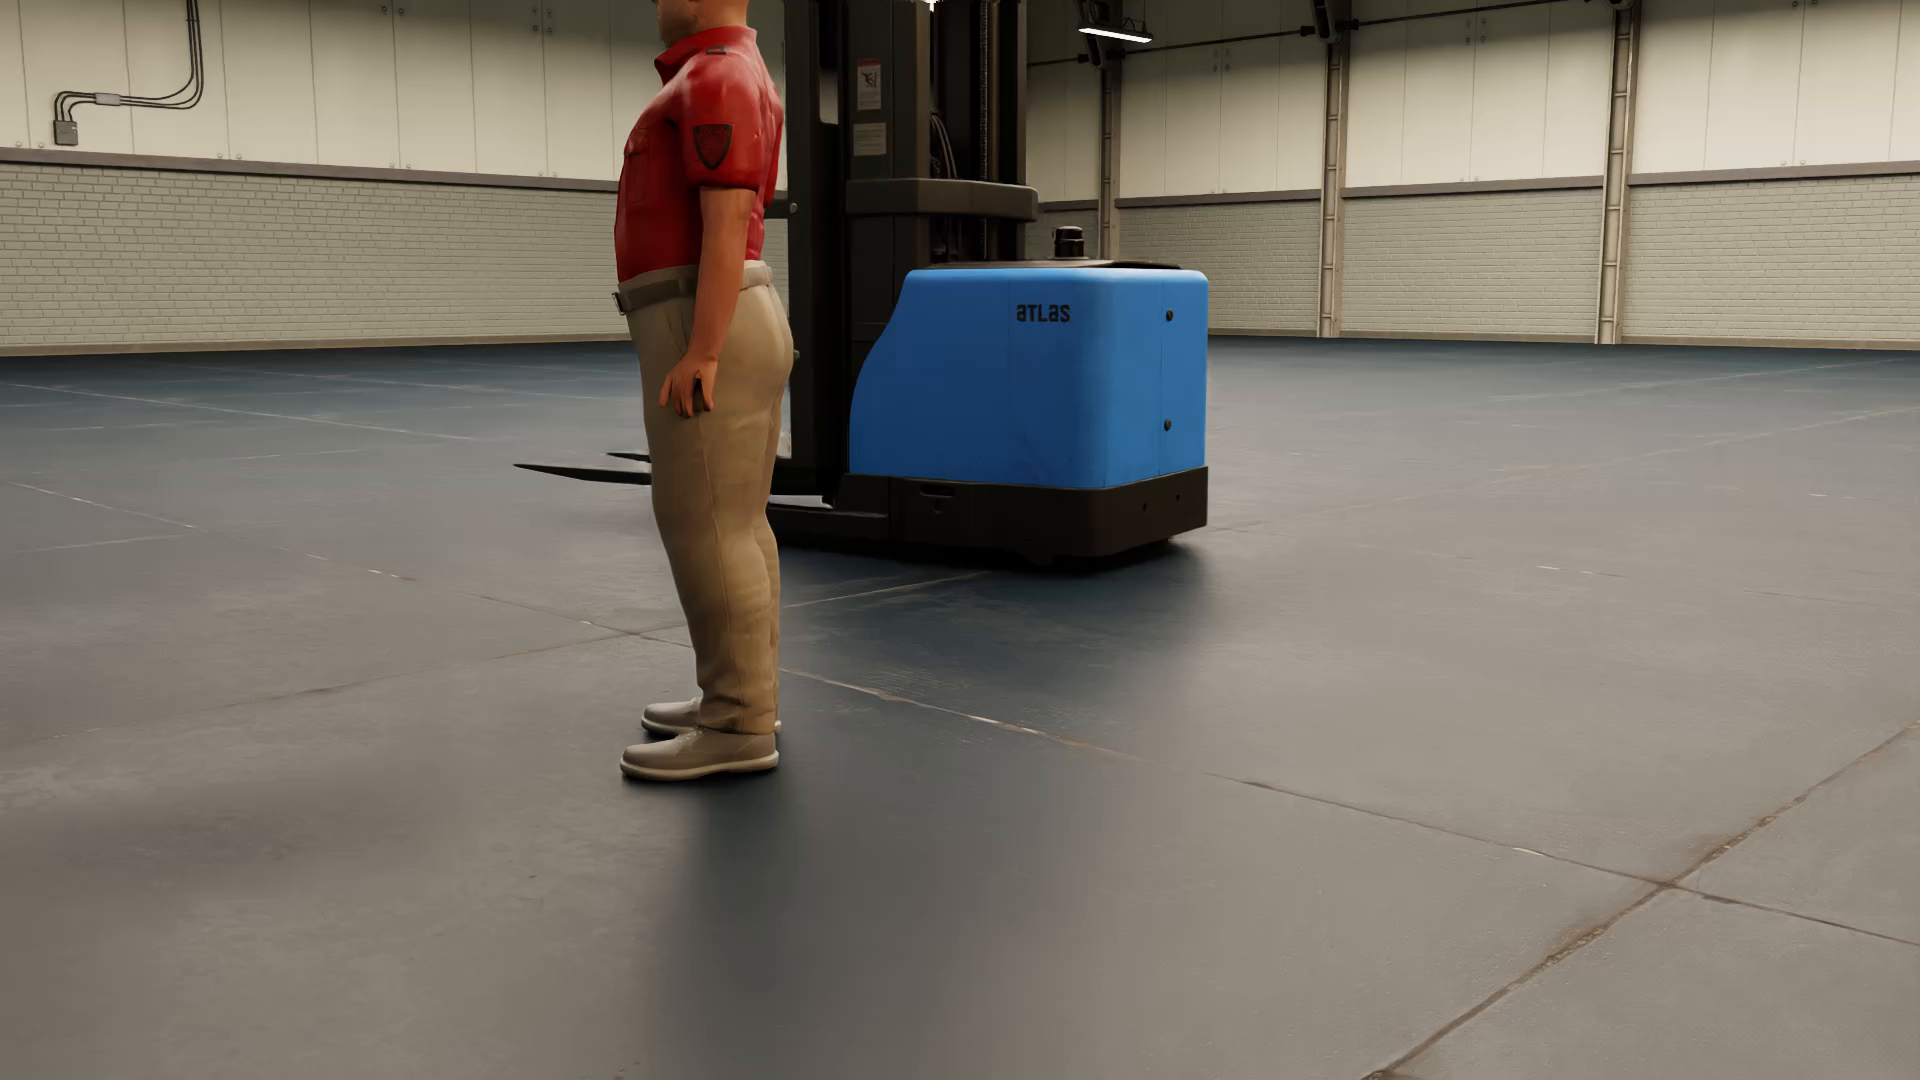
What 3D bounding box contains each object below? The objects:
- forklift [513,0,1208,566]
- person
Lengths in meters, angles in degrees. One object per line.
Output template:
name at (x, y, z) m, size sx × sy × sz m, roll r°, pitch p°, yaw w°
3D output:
forklift at (-0.546, -1.495, 6.802) m, size 3.031 × 2.935 × 1.130 m, roll 5°, pitch 10°, yaw 31°
person at (-0.542, -0.386, 3.485) m, size 0.370 × 1.730 × 0.524 m, roll 0°, pitch 9°, yaw 0°
